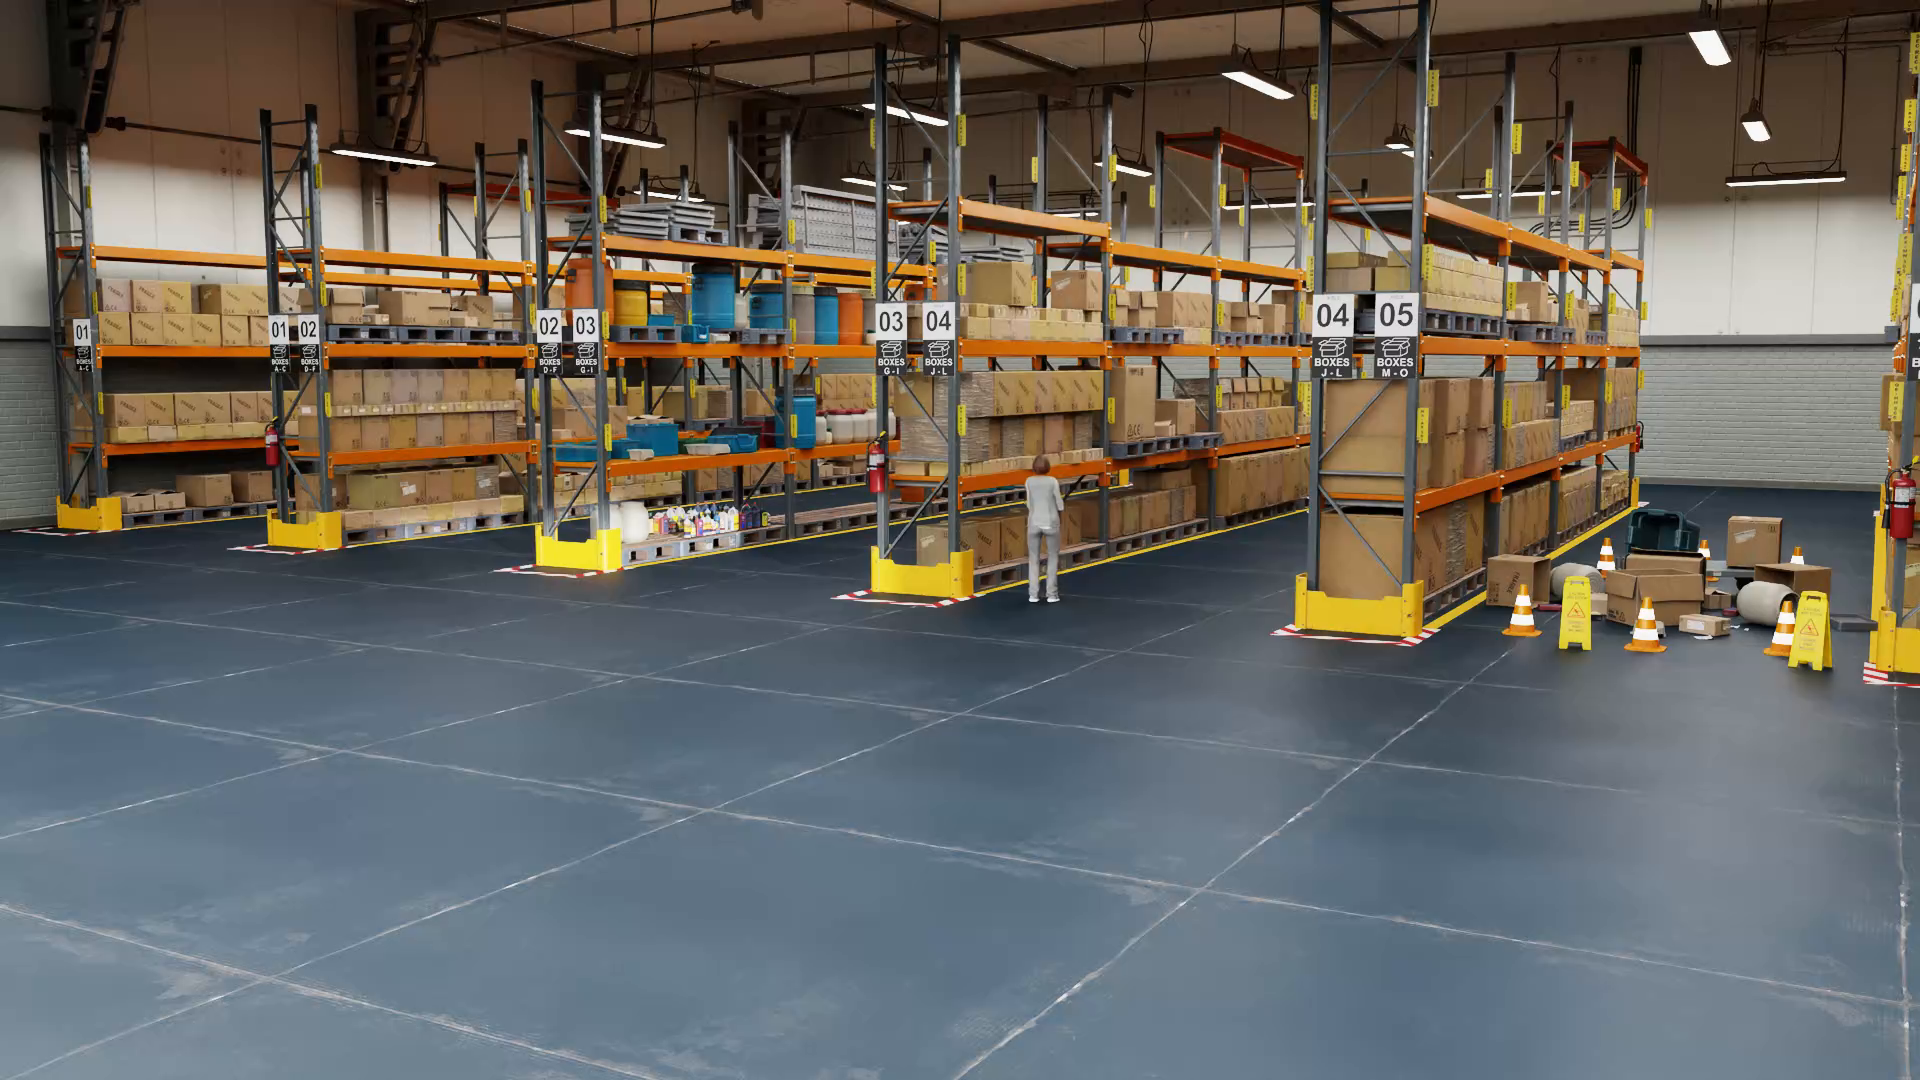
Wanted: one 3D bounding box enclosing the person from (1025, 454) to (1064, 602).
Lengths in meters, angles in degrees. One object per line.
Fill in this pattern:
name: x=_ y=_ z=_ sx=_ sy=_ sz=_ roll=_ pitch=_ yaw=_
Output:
person: x=0.912 y=-0.132 z=17.817 sx=0.404 sy=1.591 sz=0.495 roll=2 pitch=6 yaw=14
